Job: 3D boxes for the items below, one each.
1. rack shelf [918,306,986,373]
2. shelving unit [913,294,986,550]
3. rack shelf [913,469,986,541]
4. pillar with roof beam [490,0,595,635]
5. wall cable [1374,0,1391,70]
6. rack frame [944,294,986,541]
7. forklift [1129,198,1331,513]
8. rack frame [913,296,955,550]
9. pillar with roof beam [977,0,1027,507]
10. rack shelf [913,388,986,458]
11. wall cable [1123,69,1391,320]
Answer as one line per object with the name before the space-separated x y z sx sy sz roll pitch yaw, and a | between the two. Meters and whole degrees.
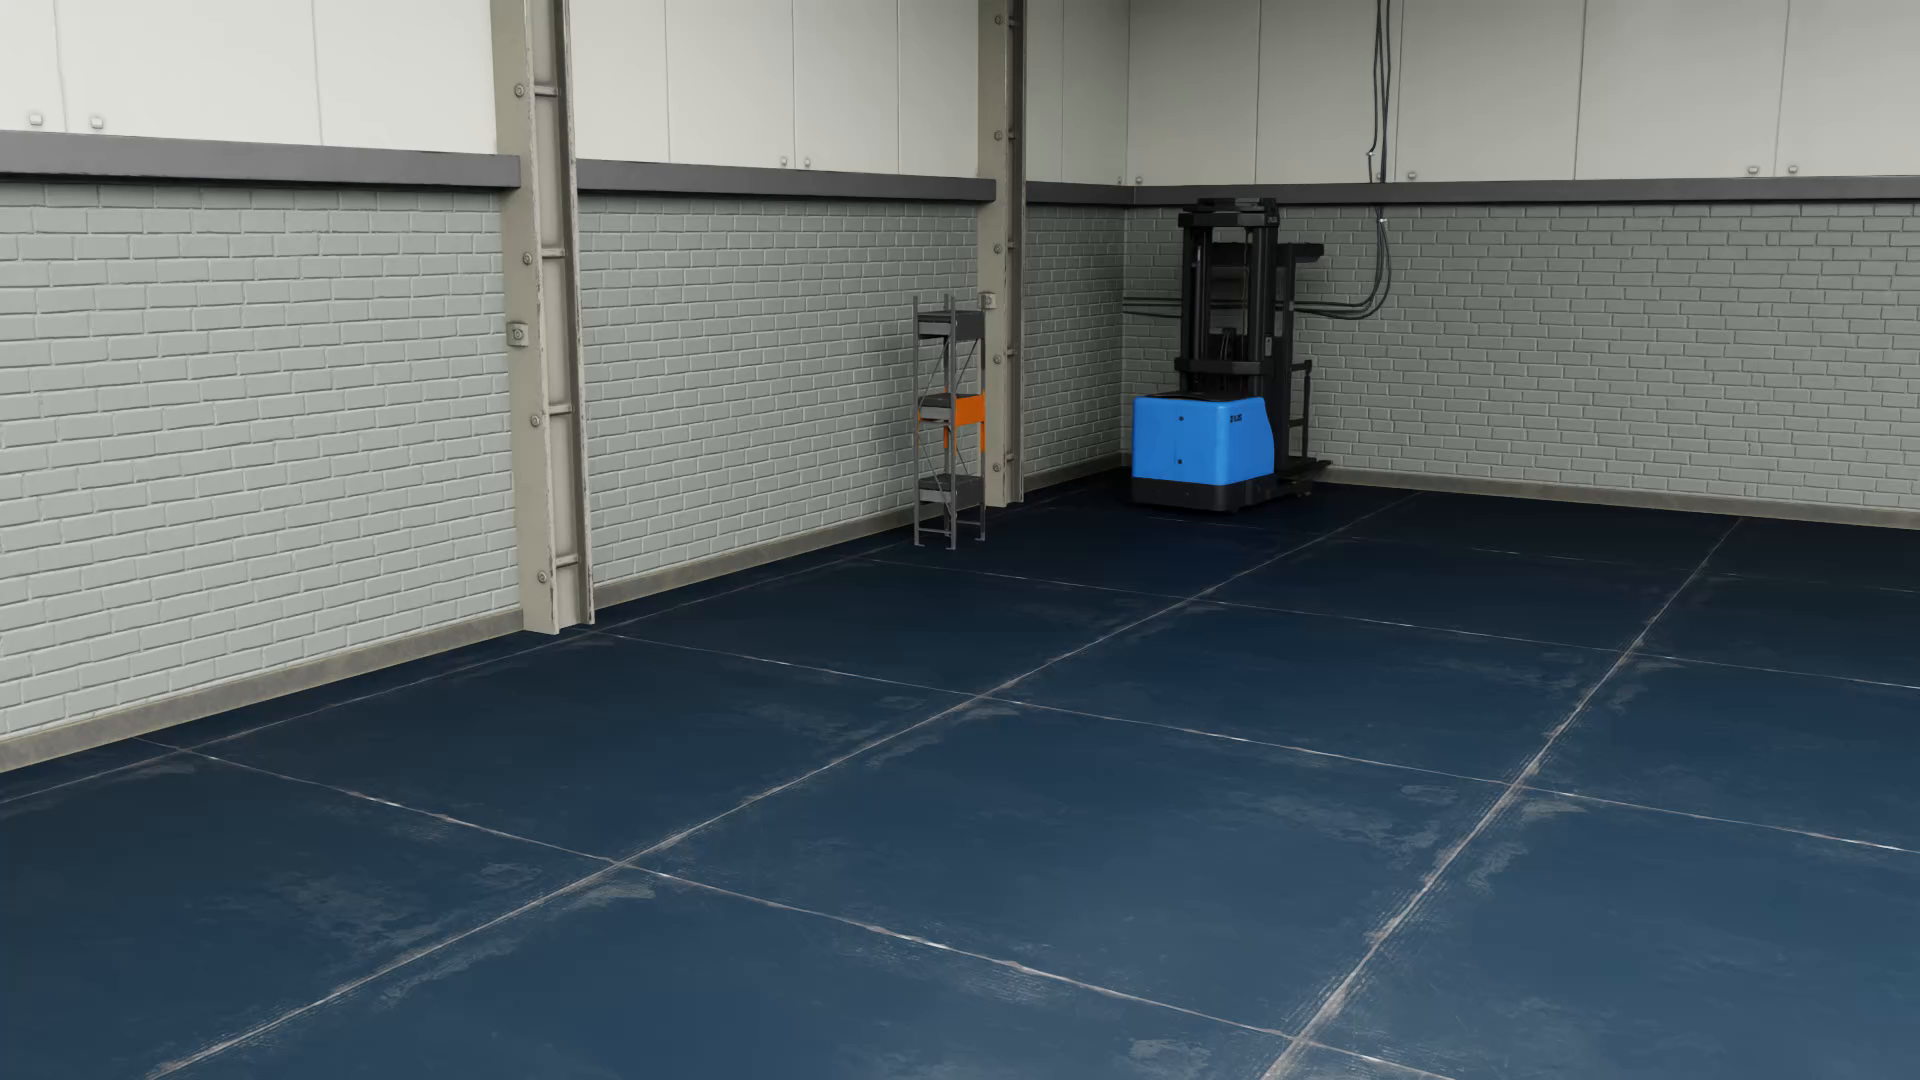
rack shelf | -0.086 -1.681 13.910 0.431 0.518 0.480 6 12 31
shelving unit | -0.086 -1.006 14.036 0.431 2.100 0.503 6 12 31
rack shelf | -0.086 -0.305 14.168 0.431 0.518 0.480 6 12 31
pillar with roof beam | 0.959 -3.430 8.235 9.100 9.000 0.400 6 12 31
wall cable | 5.367 -5.820 15.713 3.097 2.526 0.112 6 12 31
rack frame | 0.041 -1.044 14.241 0.400 2.100 0.015 6 12 31
forklift | 2.910 -1.911 16.609 1.130 2.935 3.031 8 13 36
rack frame | -0.213 -0.968 13.831 0.400 2.100 0.015 6 12 31
pillar with roof beam | 4.074 -4.374 13.276 9.100 9.000 0.400 6 12 31
rack shelf | -0.086 -0.993 14.039 0.431 0.518 0.480 6 12 31
wall cable | 3.054 -3.596 17.558 3.097 2.526 0.112 6 12 31
